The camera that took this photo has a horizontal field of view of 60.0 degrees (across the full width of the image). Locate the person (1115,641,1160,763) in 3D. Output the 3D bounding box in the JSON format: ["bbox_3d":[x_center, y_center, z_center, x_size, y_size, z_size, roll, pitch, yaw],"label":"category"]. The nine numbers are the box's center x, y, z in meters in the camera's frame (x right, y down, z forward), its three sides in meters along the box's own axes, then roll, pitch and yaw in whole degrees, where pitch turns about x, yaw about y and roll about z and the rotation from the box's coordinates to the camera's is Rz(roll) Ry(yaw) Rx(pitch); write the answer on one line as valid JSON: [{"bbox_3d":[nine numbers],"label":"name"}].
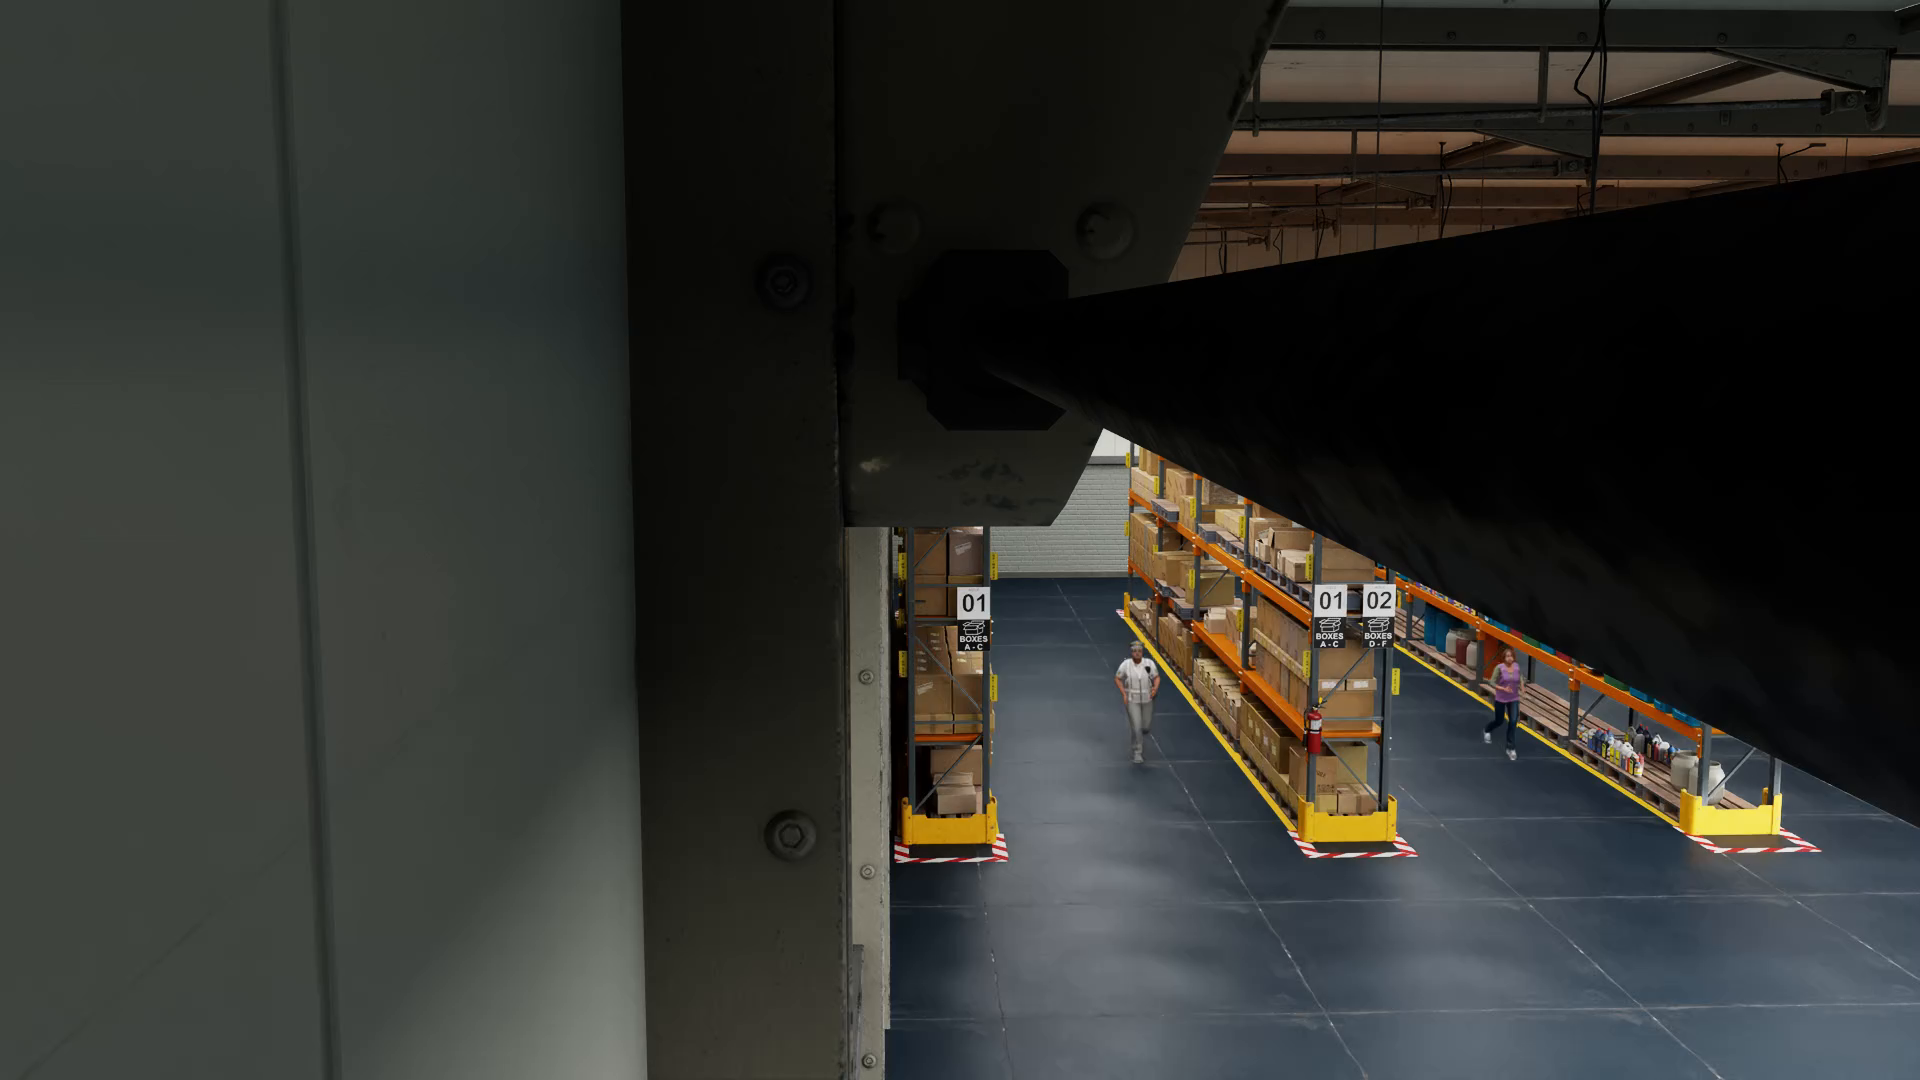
[{"bbox_3d":[2.618,2.346,24.486,0.657,1.770,0.719,-1,7,-6],"label":"person"}]

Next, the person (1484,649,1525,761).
[{"bbox_3d":[8.097,2.390,24.673,0.548,1.603,0.851,0,7,-1],"label":"person"}]
